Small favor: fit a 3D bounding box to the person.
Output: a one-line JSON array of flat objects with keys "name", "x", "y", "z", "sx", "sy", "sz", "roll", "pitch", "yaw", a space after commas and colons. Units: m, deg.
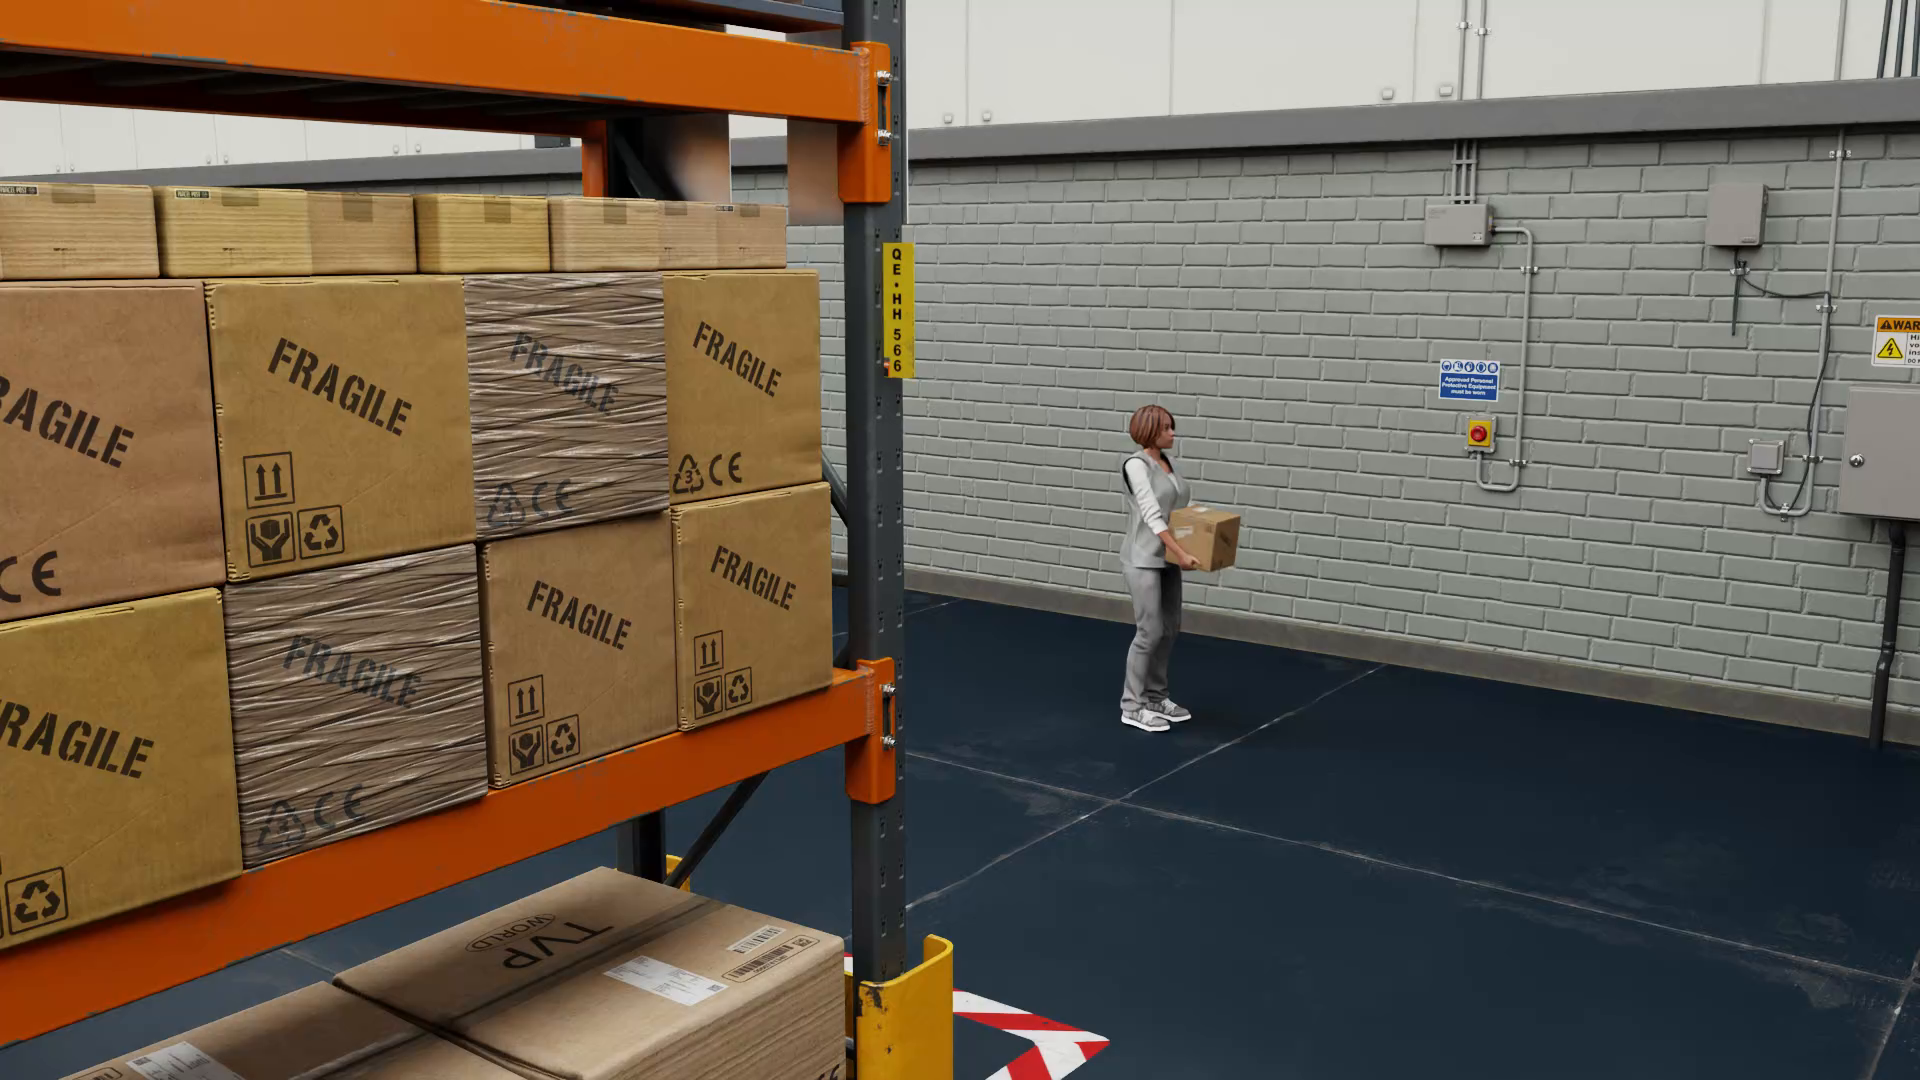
[{"name": "person", "x": 1.031, "y": 0.141, "z": 8.162, "sx": 0.495, "sy": 1.592, "sz": 0.400, "roll": 7, "pitch": 12, "yaw": 36}]
